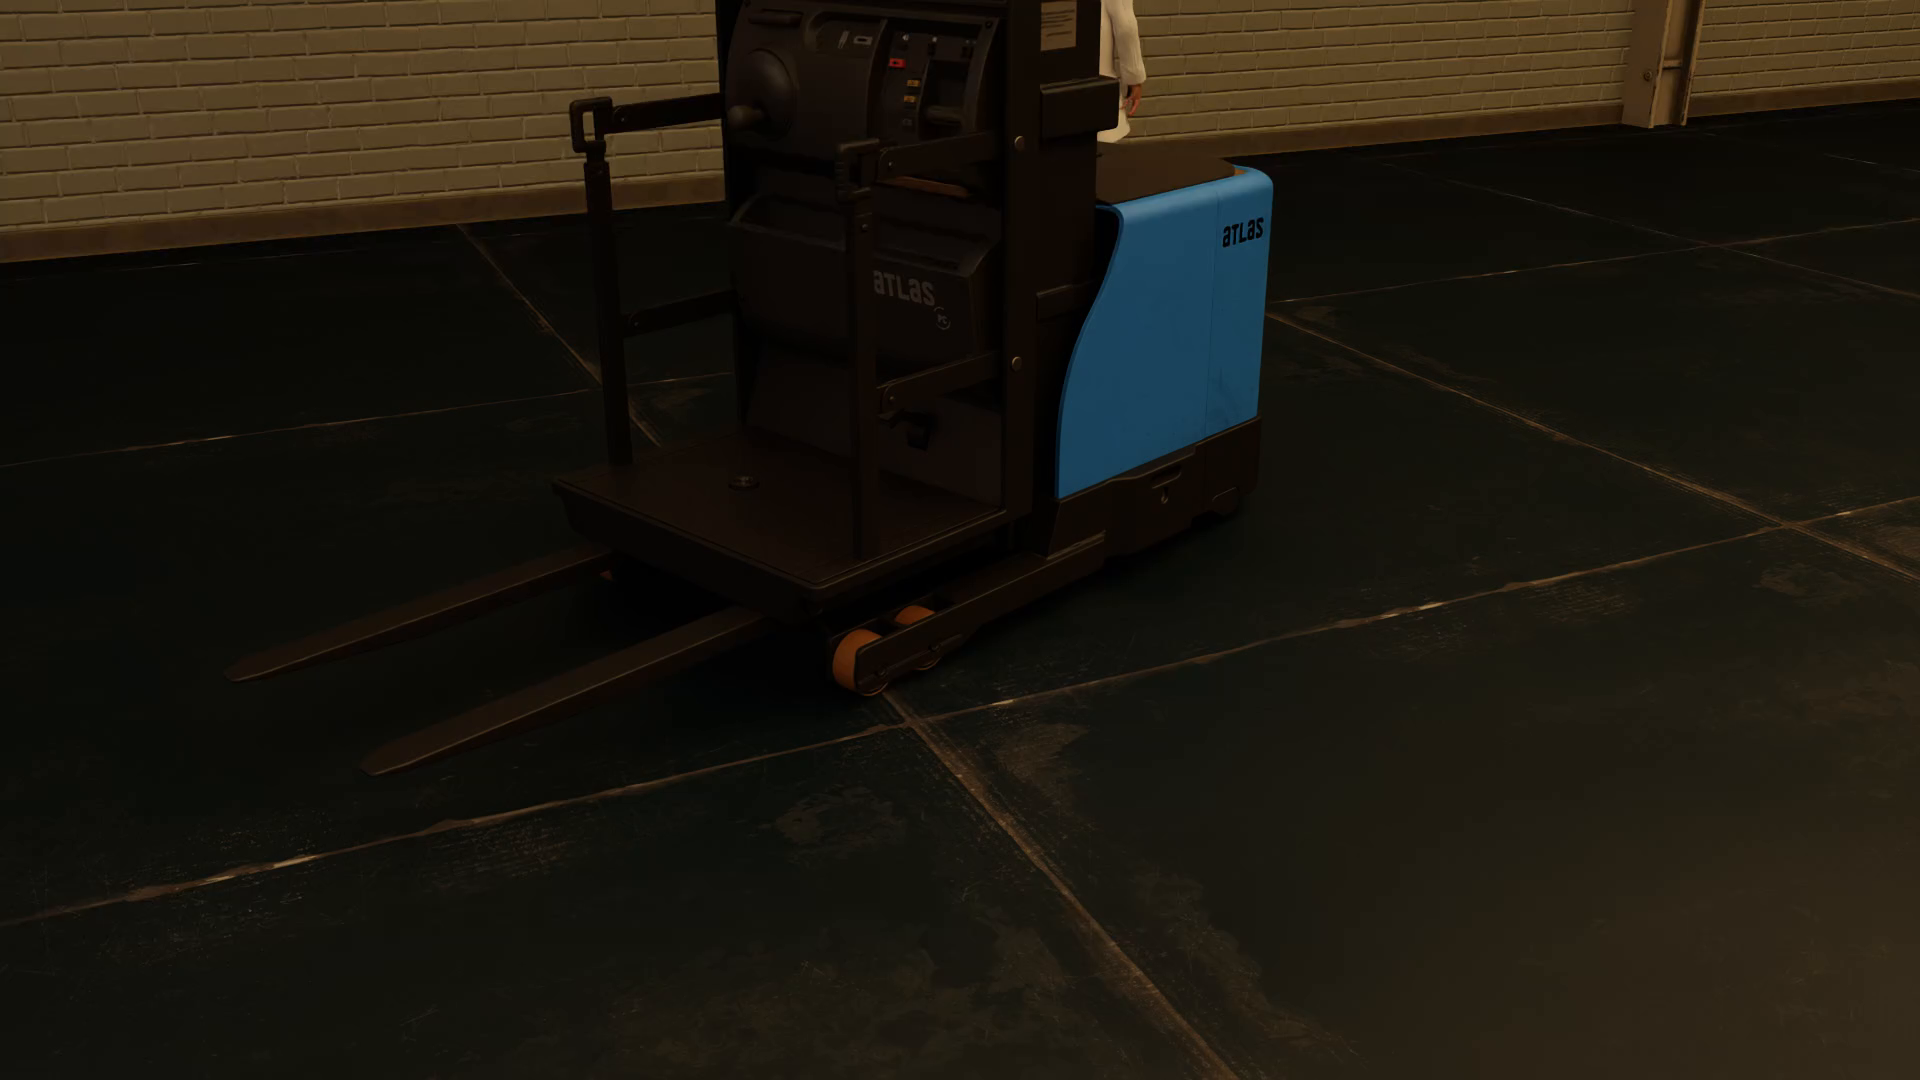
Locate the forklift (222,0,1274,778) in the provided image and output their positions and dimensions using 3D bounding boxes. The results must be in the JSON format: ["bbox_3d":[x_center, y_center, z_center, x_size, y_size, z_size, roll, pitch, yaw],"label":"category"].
[{"bbox_3d":[-0.413,-1.182,4.131,1.130,2.935,3.031,19,29,39],"label":"forklift"}]

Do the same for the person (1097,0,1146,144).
[{"bbox_3d":[0.548,-2.160,7.971,0.694,1.777,0.580,4,23,10],"label":"person"}]
